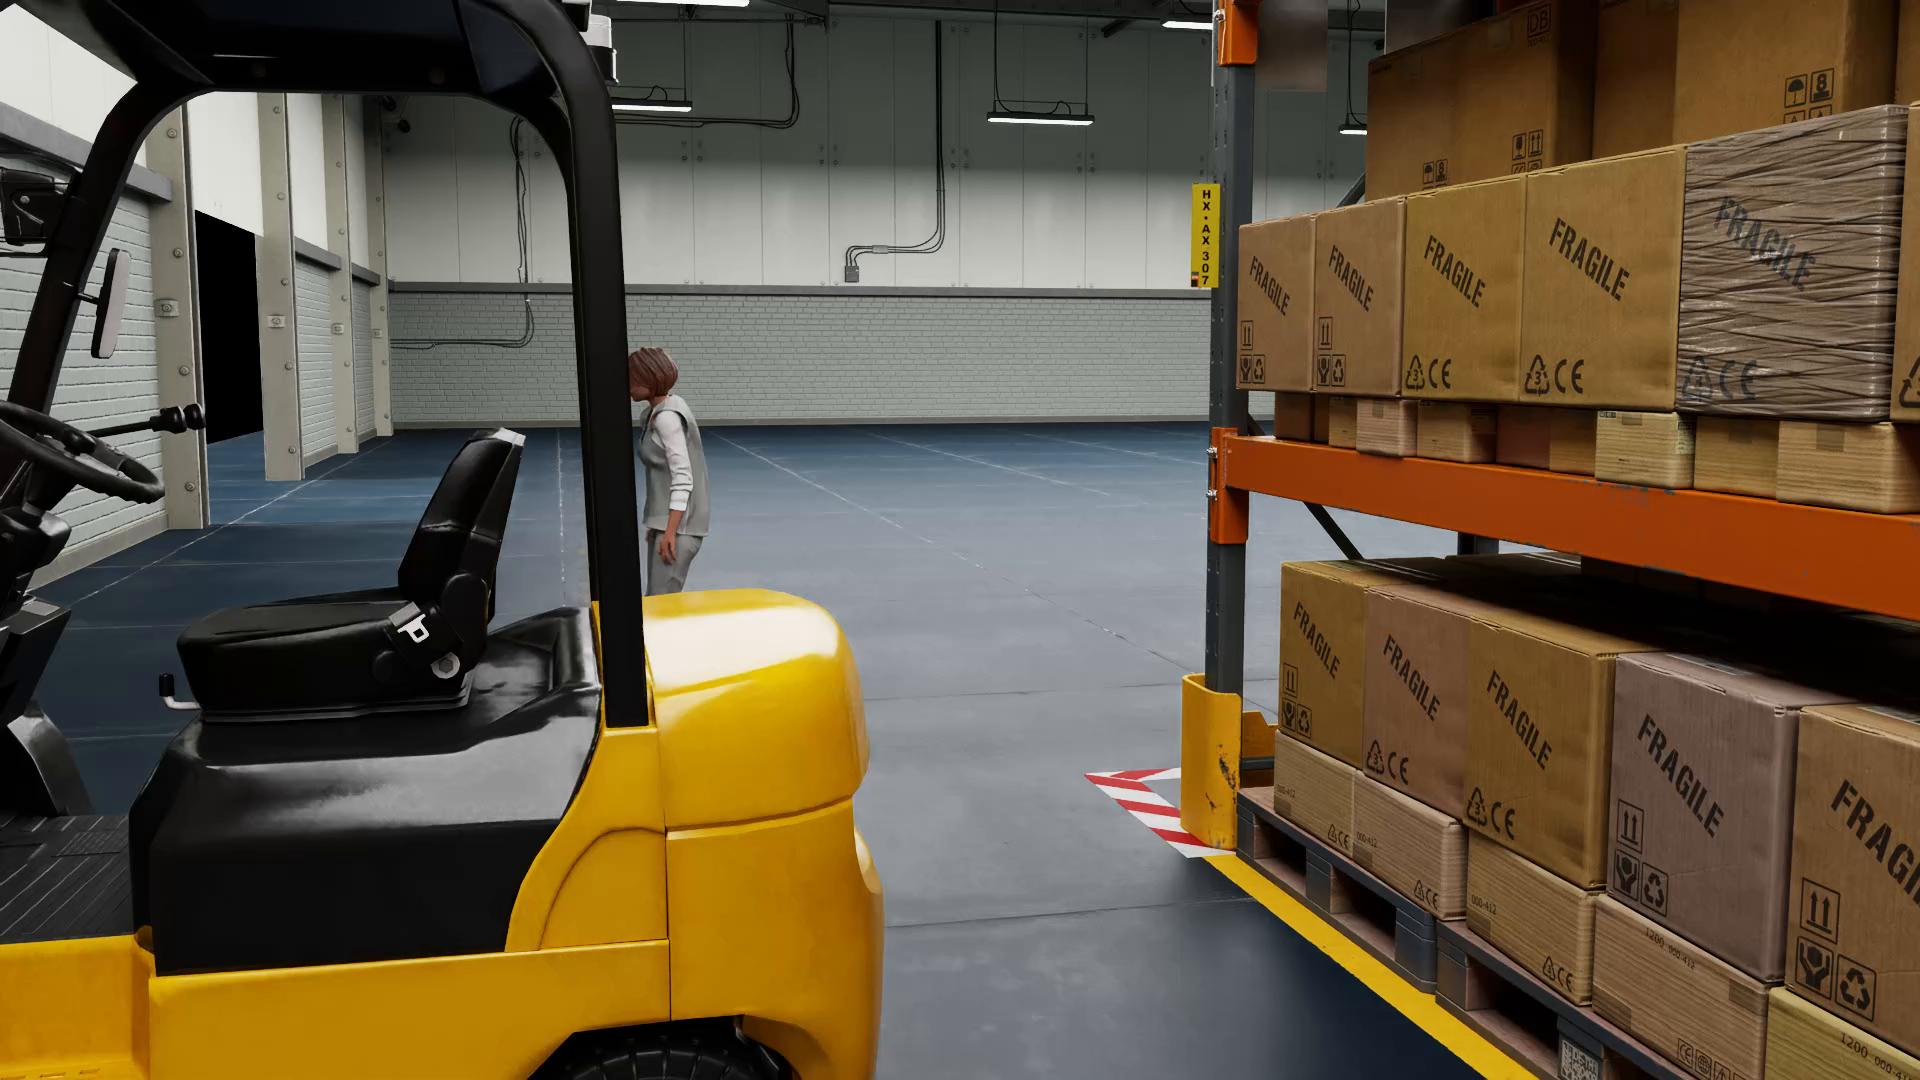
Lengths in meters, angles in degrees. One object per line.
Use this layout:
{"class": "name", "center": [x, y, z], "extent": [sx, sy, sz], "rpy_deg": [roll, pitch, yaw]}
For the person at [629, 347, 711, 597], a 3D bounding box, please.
{"class": "person", "center": [-1.256, -0.029, 7.143], "extent": [0.346, 1.592, 0.484], "rpy_deg": [-2, 7, -17]}
